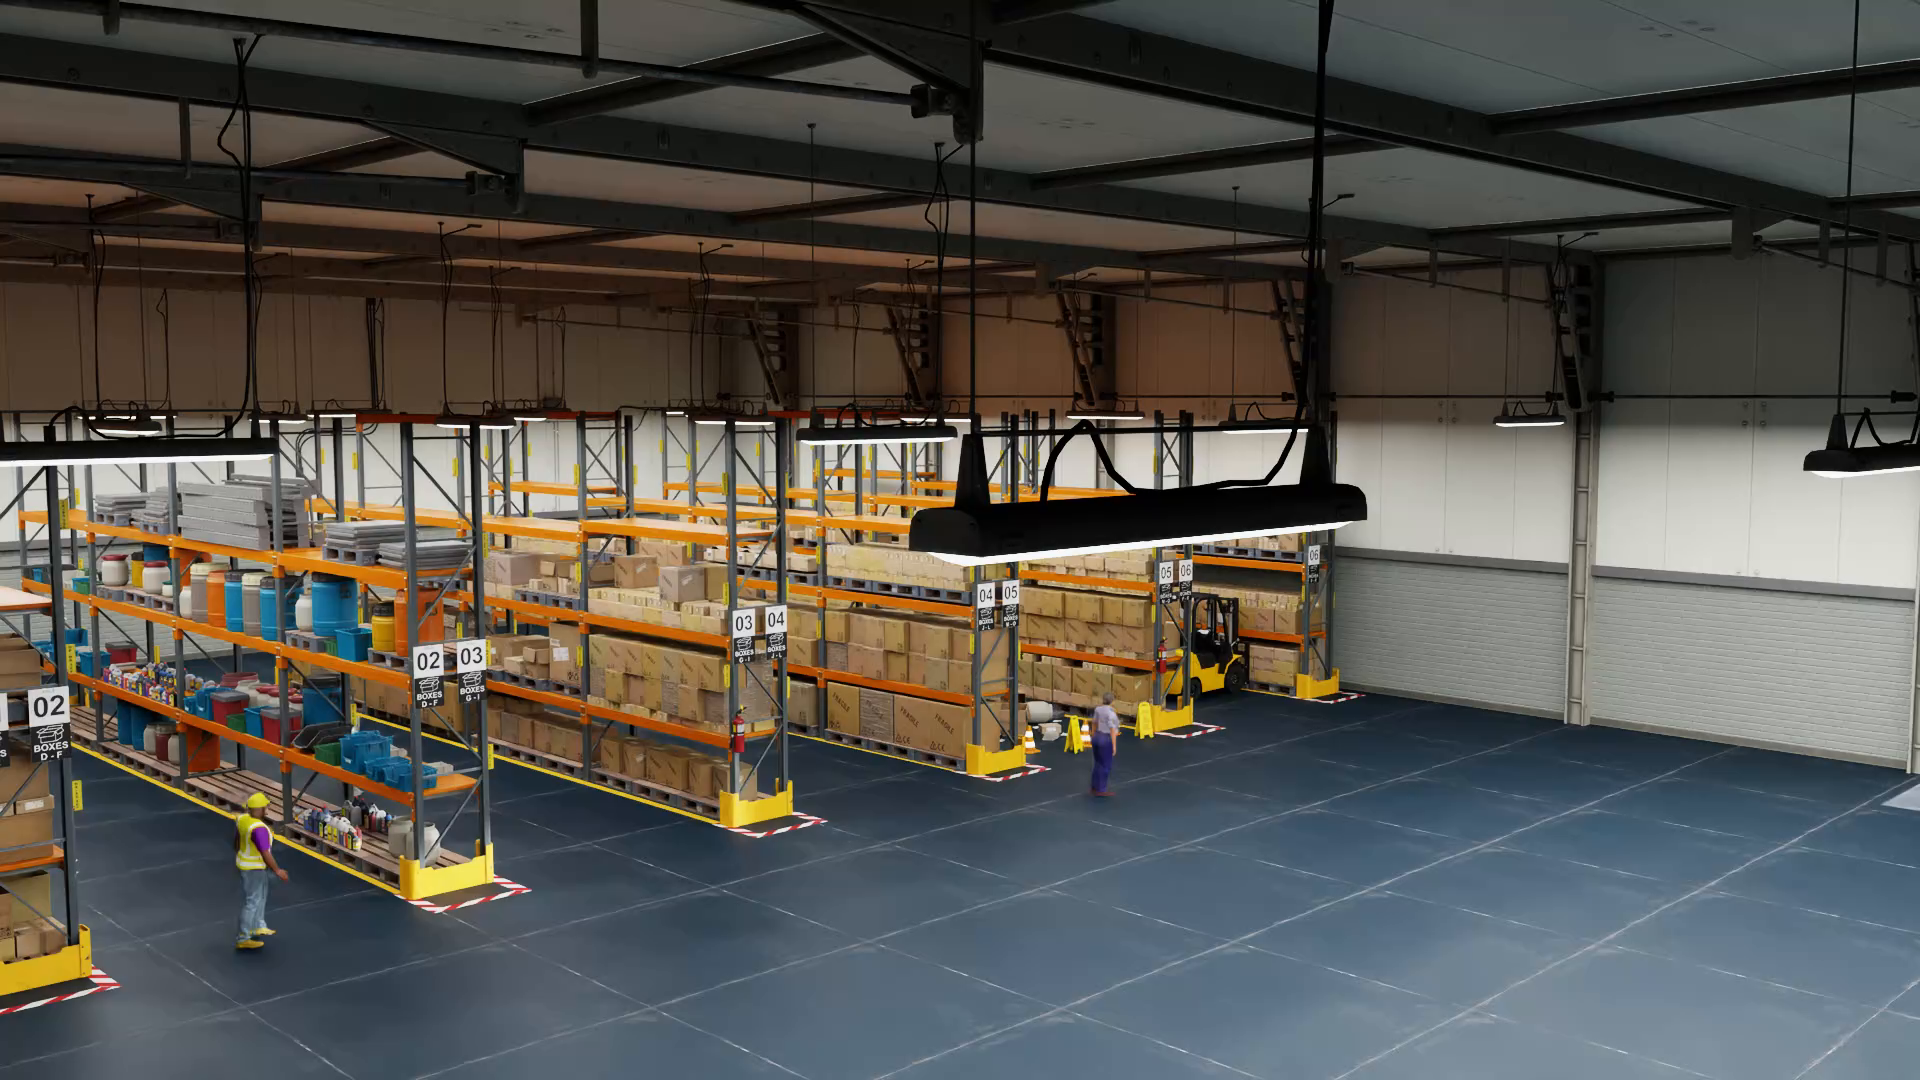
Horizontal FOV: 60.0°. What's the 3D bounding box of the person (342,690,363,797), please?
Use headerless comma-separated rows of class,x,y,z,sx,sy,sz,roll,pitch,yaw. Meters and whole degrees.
person,-9.637,3.229,26.341,0.437,1.729,0.534,-1,5,-10

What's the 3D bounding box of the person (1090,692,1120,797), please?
person,2.295,3.237,26.357,0.375,1.634,0.576,-3,6,-31

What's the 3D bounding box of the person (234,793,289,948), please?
person,-8.132,3.802,19.248,0.579,1.789,0.685,-3,6,-34
